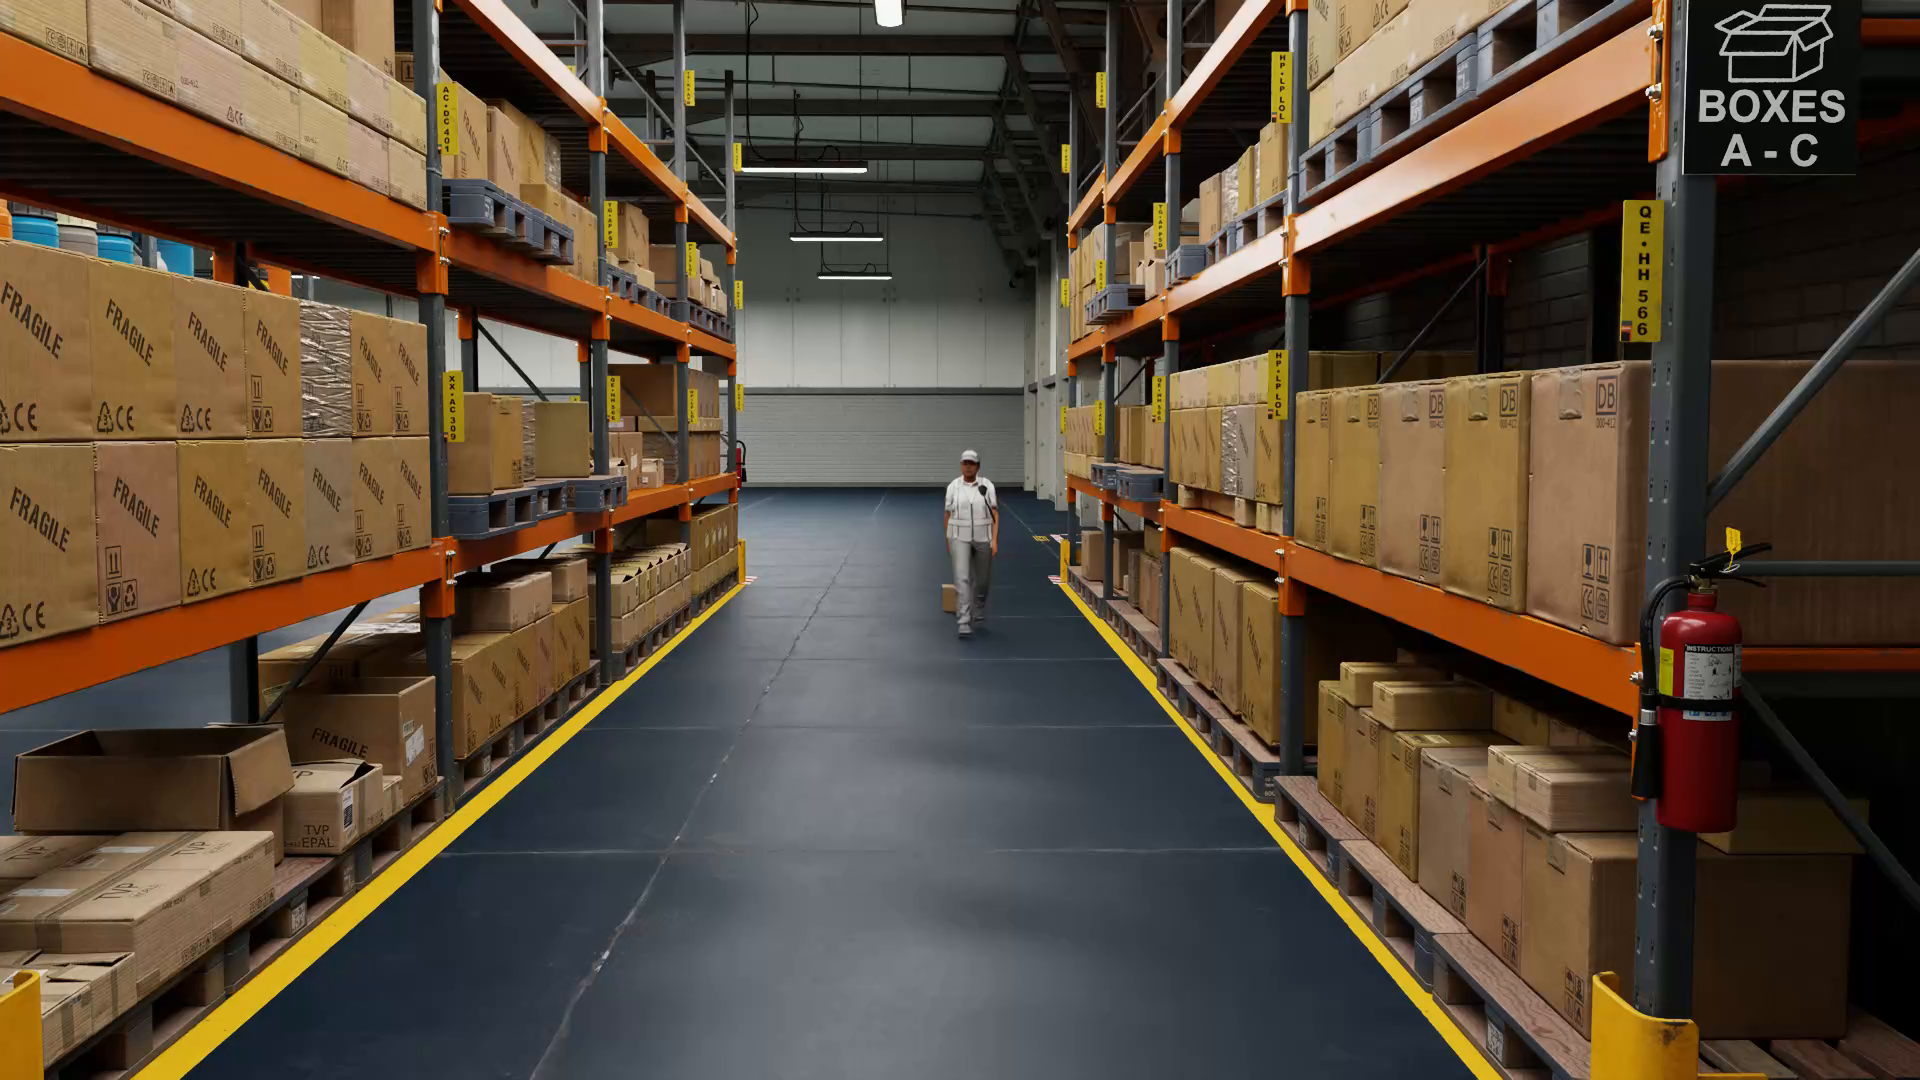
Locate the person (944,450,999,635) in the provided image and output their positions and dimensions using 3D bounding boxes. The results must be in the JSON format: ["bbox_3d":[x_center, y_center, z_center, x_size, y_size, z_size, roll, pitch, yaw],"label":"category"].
[{"bbox_3d":[0.106,0.004,14.853,0.475,1.612,0.999,0,4,-6],"label":"person"}]
